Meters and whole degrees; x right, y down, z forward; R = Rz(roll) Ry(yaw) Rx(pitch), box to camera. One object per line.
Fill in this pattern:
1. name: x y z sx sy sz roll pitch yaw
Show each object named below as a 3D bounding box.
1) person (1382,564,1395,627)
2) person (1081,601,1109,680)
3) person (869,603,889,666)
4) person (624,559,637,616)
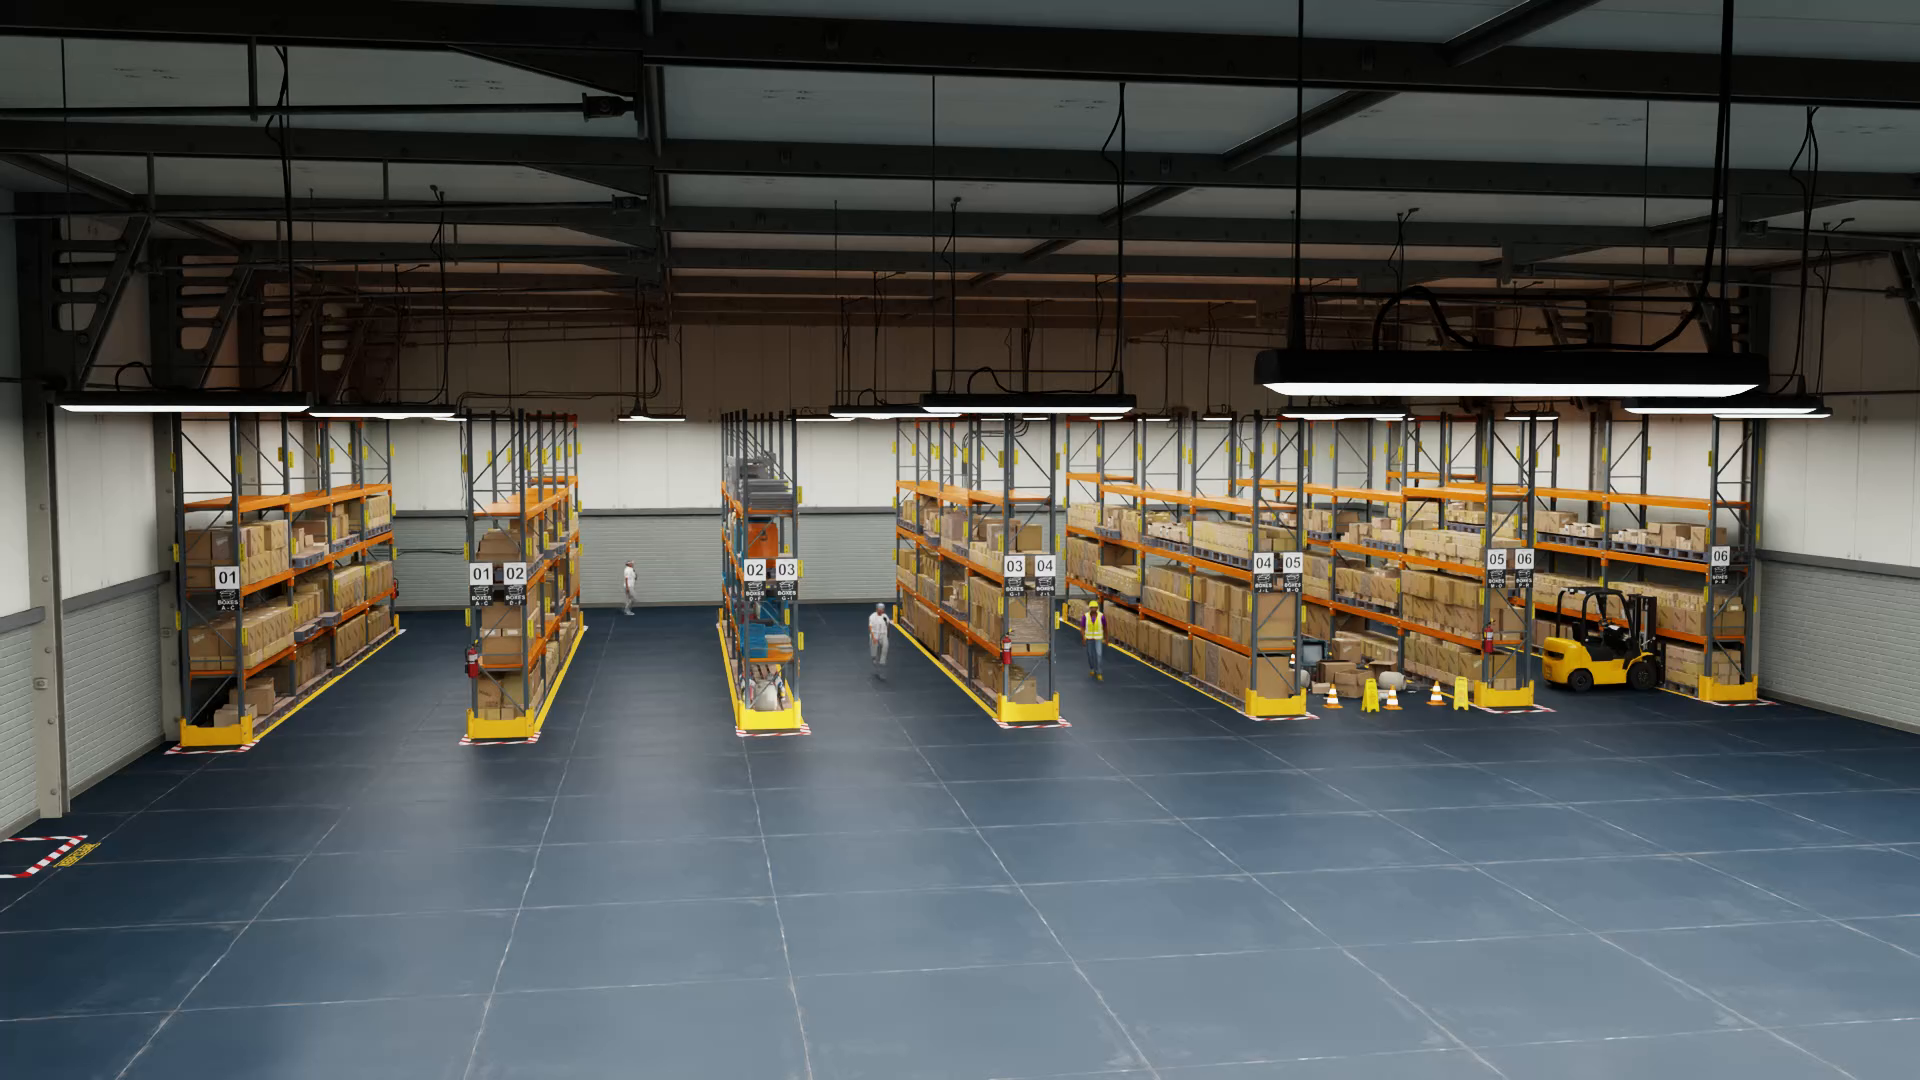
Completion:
1. person: 12.101 1.550 46.940 0.442 1.769 0.572 4 6 44
2. person: 3.013 2.229 37.389 0.610 1.732 0.908 1 4 12
3. person: -1.829 2.134 37.637 0.470 1.423 1.012 -1 4 -9
4. person: -9.847 1.415 49.676 0.411 1.701 0.471 0 4 -7
